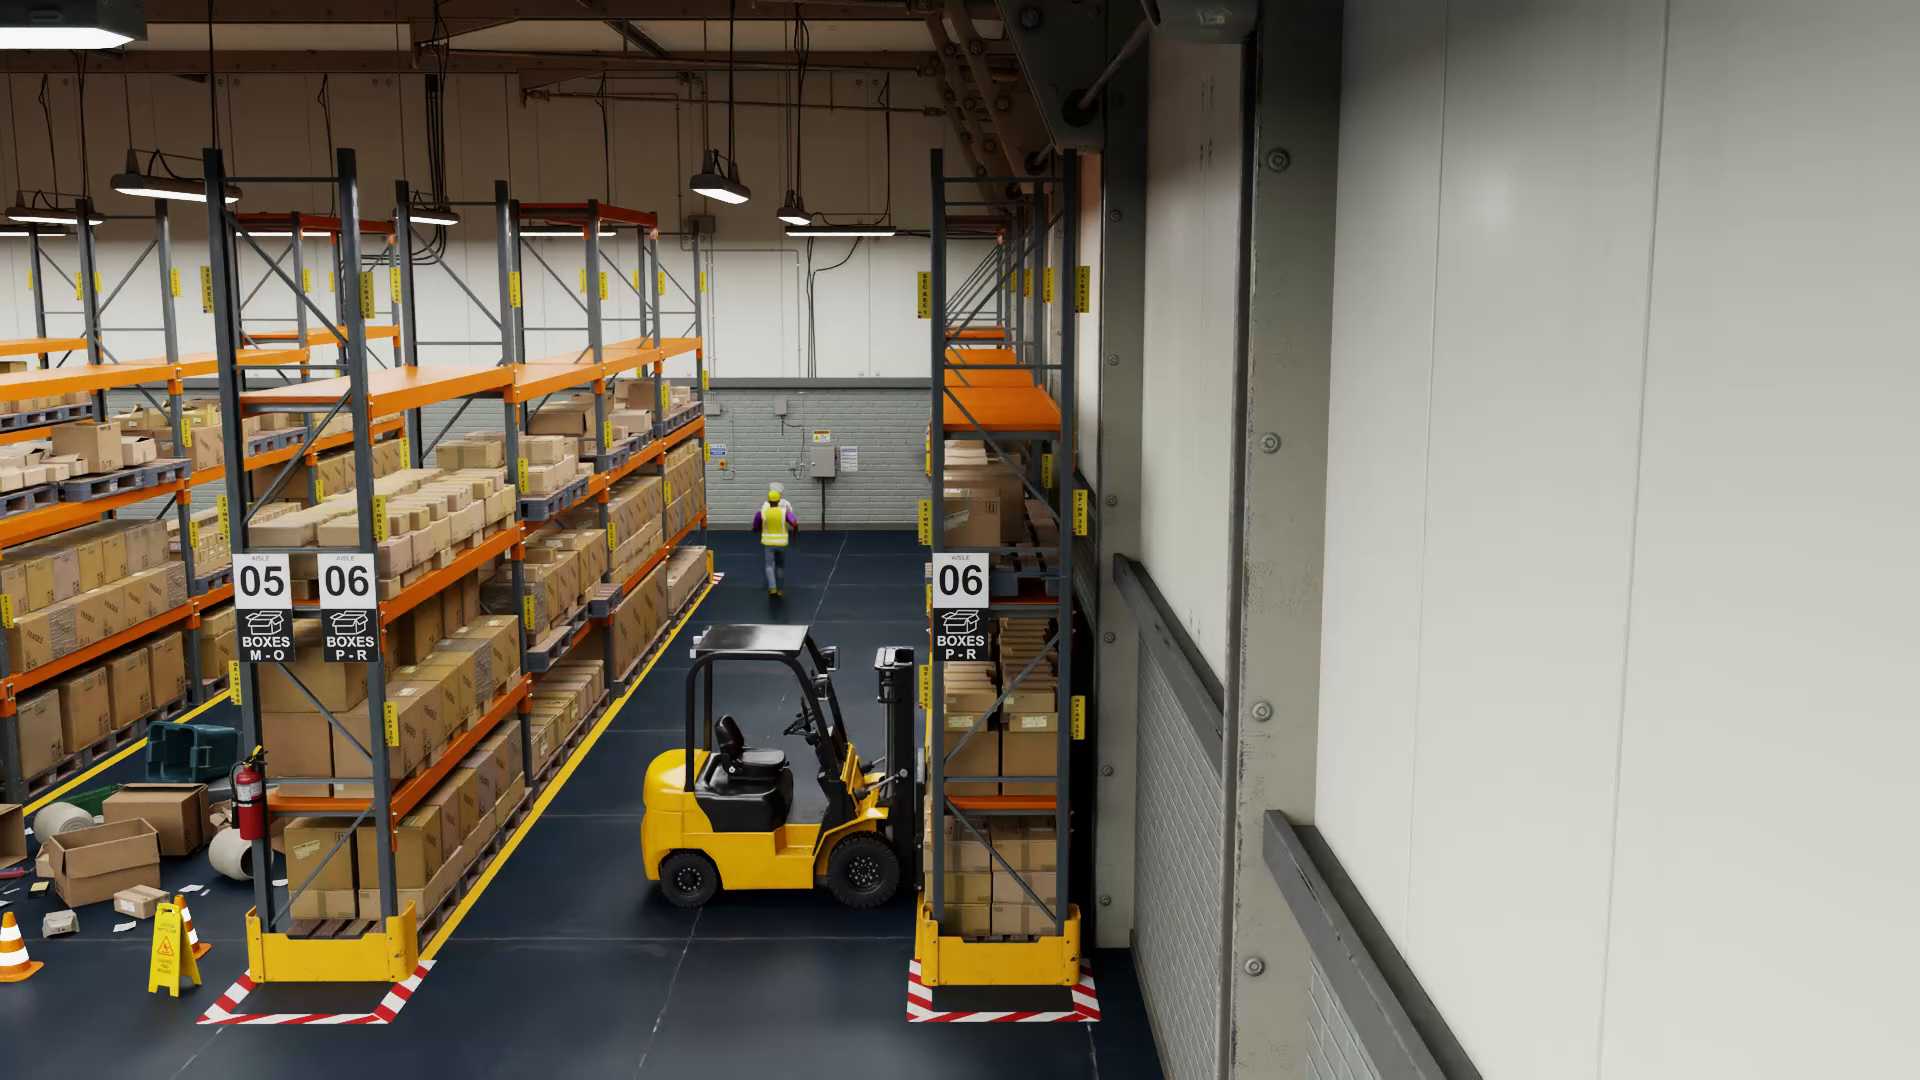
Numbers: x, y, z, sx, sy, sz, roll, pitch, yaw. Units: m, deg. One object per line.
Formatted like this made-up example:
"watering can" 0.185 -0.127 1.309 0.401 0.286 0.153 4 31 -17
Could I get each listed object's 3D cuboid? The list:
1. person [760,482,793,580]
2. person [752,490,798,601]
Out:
"person" -3.133 -0.135 28.073 0.648 1.698 0.586 -3 10 -20
"person" -2.919 0.081 26.214 0.699 1.756 0.987 -2 9 -12
